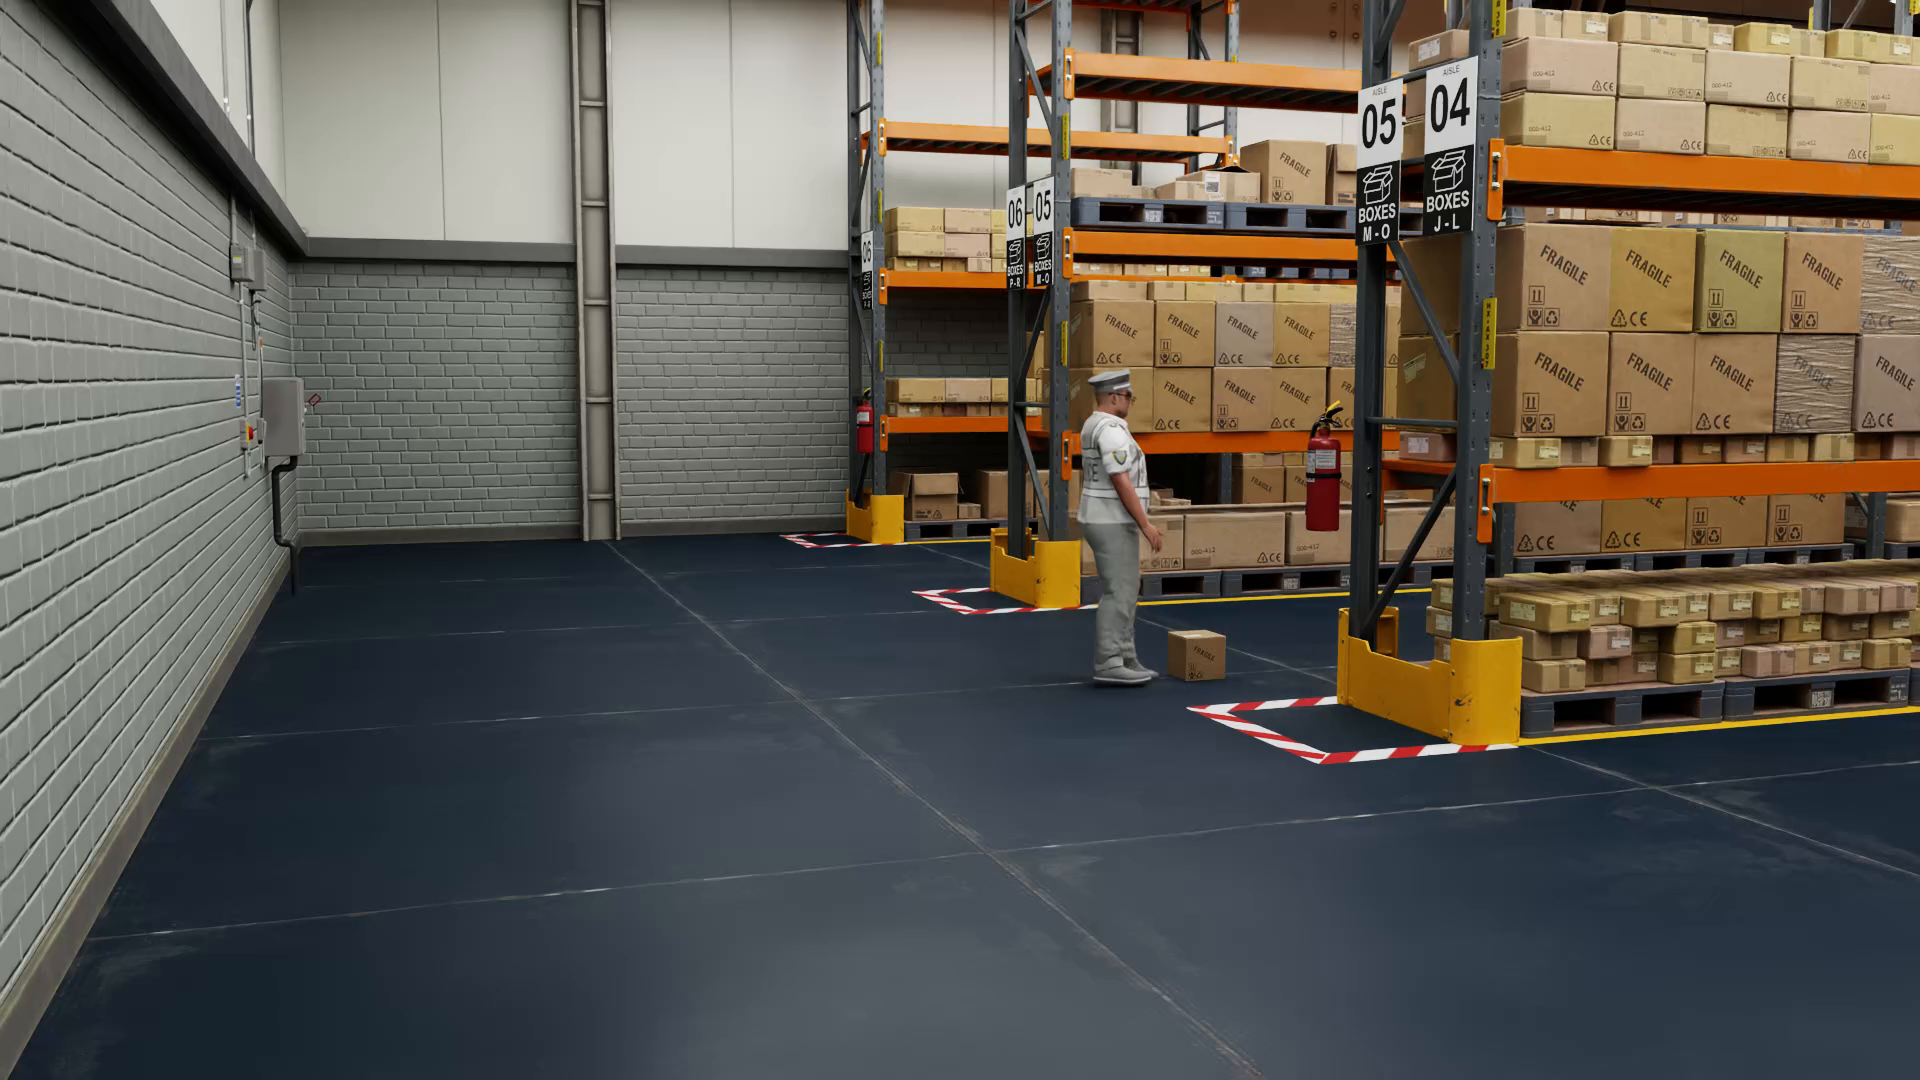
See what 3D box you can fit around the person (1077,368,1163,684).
[{"bbox_3d":[0.928,-0.058,9.368,0.514,1.808,0.577,-1,6,-6],"label":"person"}]
